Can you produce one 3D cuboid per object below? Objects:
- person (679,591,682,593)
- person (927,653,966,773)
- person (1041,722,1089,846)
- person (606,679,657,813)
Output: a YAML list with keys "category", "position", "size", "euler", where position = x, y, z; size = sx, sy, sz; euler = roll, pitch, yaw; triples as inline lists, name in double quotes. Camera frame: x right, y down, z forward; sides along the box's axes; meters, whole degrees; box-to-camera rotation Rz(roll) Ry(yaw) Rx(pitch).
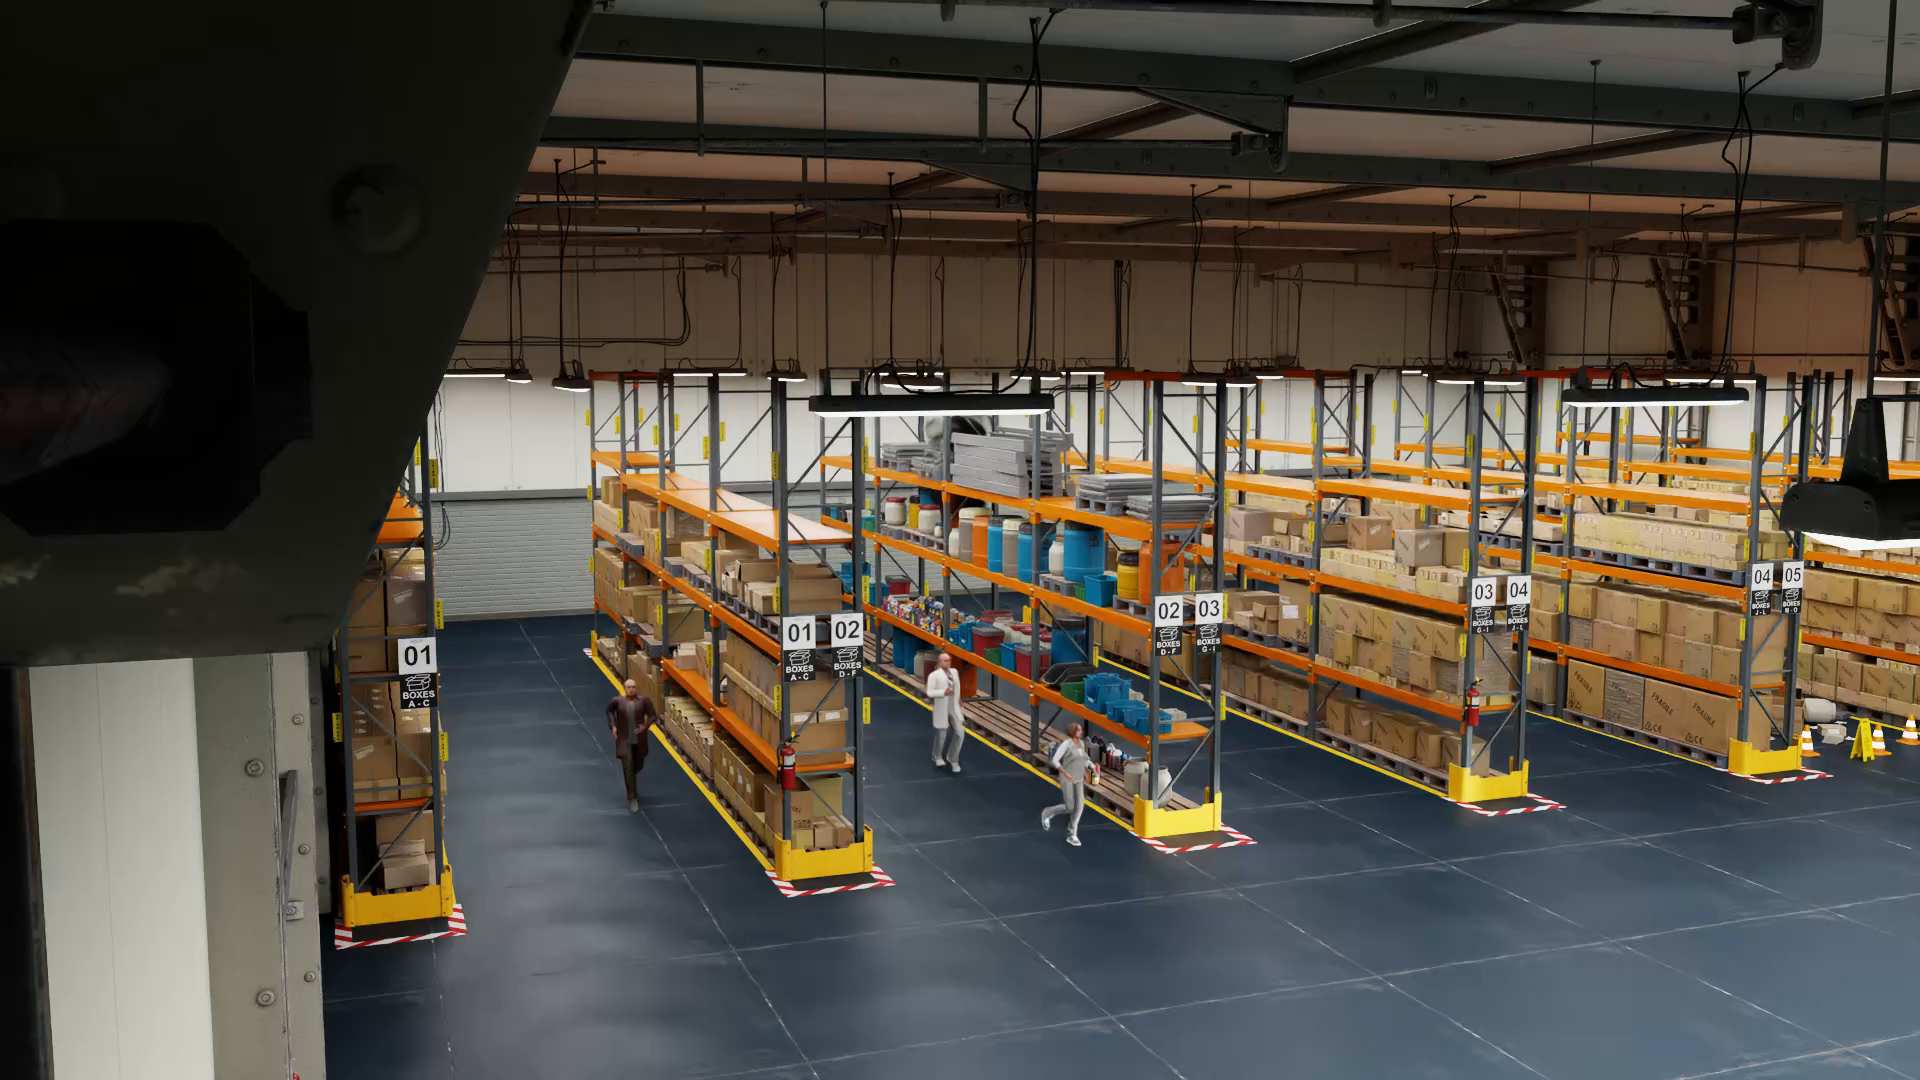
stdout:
- category: "person"
  position: [-5.866, 1.477, 35.985]
  size: [0.647, 1.705, 0.776]
  euler: [4, 8, 33]
- category: "person"
  position: [-0.197, 2.632, 25.307]
  size: [0.685, 1.826, 0.777]
  euler: [-3, 7, -27]
- category: "person"
  position: [1.460, 3.146, 21.731]
  size: [0.595, 1.539, 0.704]
  euler: [-6, 9, -43]
- category: "person"
  position: [-4.633, 2.848, 23.525]
  size: [0.674, 1.805, 1.195]
  euler: [-2, 7, -20]
